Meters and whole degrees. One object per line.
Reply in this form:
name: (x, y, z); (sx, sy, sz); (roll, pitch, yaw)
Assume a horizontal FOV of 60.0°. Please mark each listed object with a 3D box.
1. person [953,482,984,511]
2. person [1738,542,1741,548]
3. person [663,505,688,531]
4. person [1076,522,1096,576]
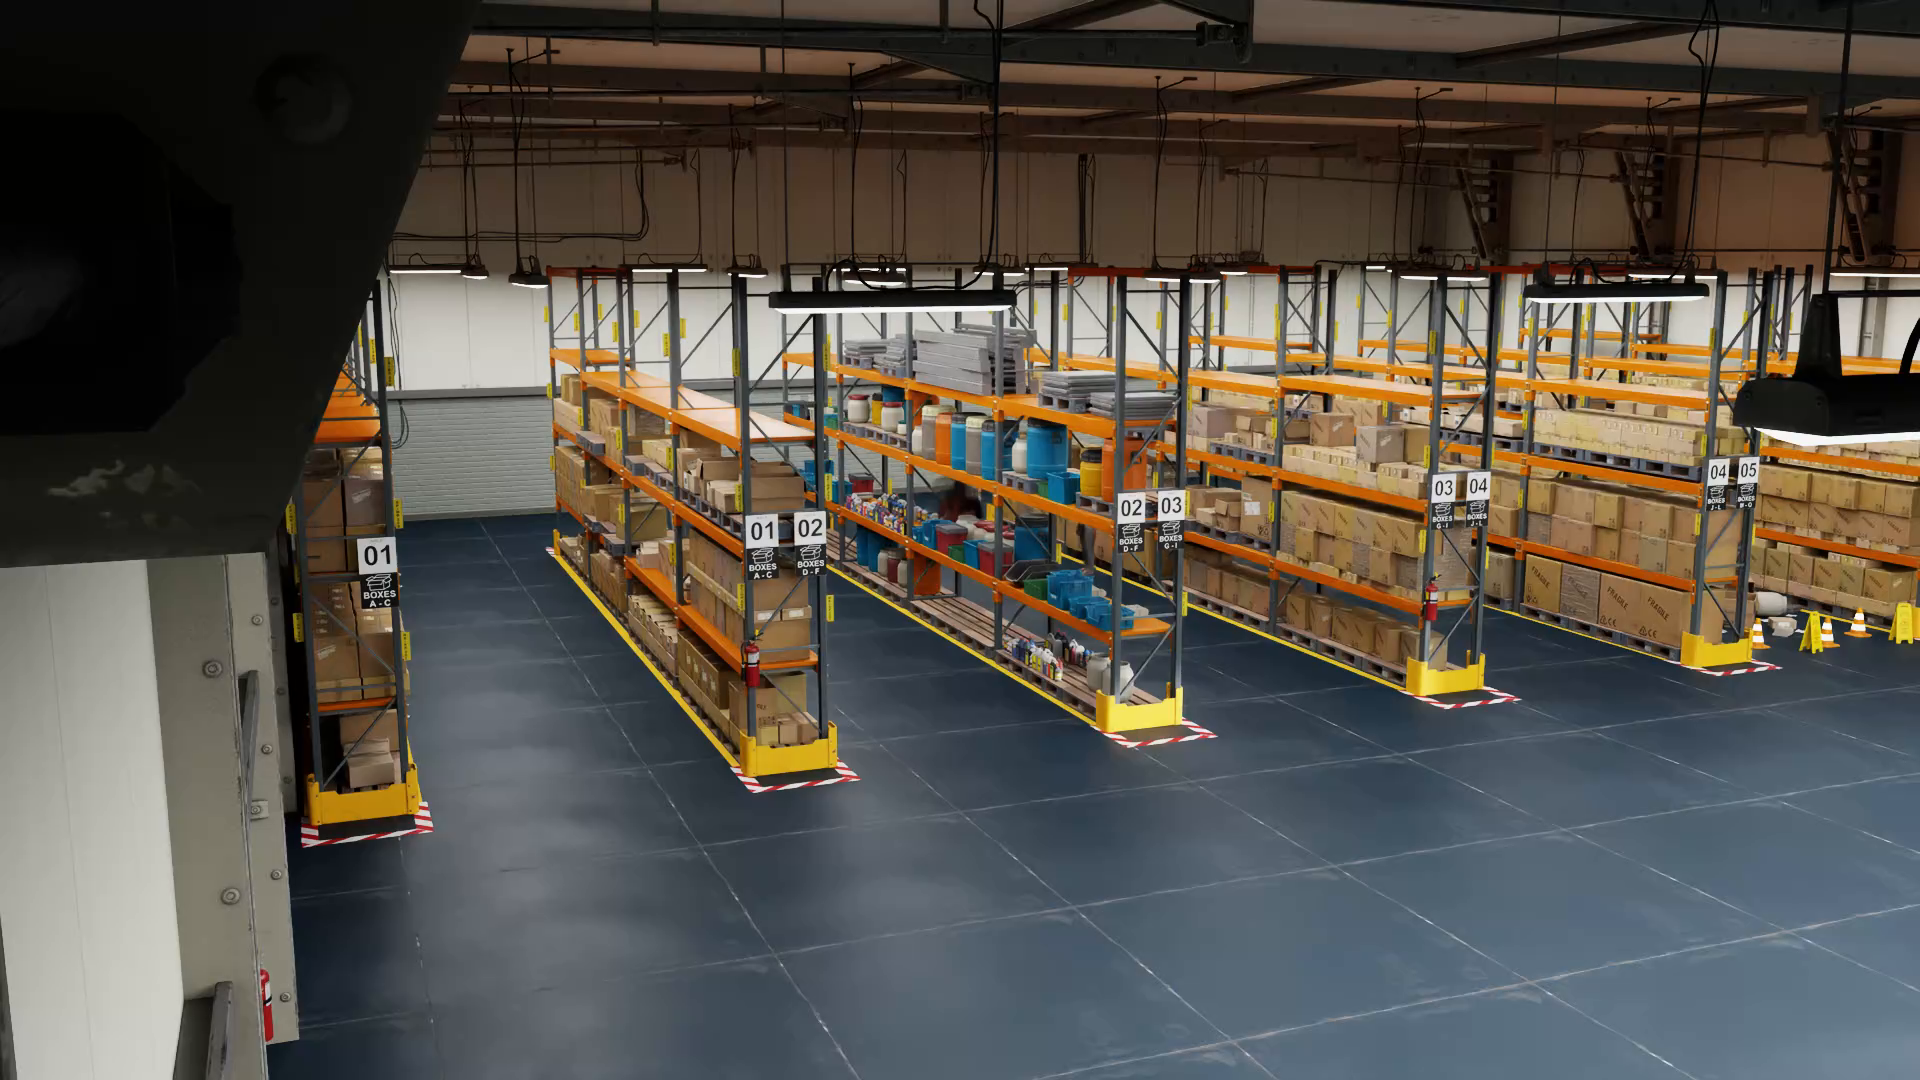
person: (0.200, -0.841, 36.644); (0.601, 1.807, 0.877); (-3, 10, -19)
person: (16.528, -0.643, 35.556); (0.554, 1.690, 0.730); (-7, 12, -35)
person: (-5.914, -0.572, 35.068); (0.670, 1.751, 0.986); (-4, 11, -20)
person: (2.353, -0.195, 31.298); (0.376, 1.670, 0.502); (-4, 11, -23)
